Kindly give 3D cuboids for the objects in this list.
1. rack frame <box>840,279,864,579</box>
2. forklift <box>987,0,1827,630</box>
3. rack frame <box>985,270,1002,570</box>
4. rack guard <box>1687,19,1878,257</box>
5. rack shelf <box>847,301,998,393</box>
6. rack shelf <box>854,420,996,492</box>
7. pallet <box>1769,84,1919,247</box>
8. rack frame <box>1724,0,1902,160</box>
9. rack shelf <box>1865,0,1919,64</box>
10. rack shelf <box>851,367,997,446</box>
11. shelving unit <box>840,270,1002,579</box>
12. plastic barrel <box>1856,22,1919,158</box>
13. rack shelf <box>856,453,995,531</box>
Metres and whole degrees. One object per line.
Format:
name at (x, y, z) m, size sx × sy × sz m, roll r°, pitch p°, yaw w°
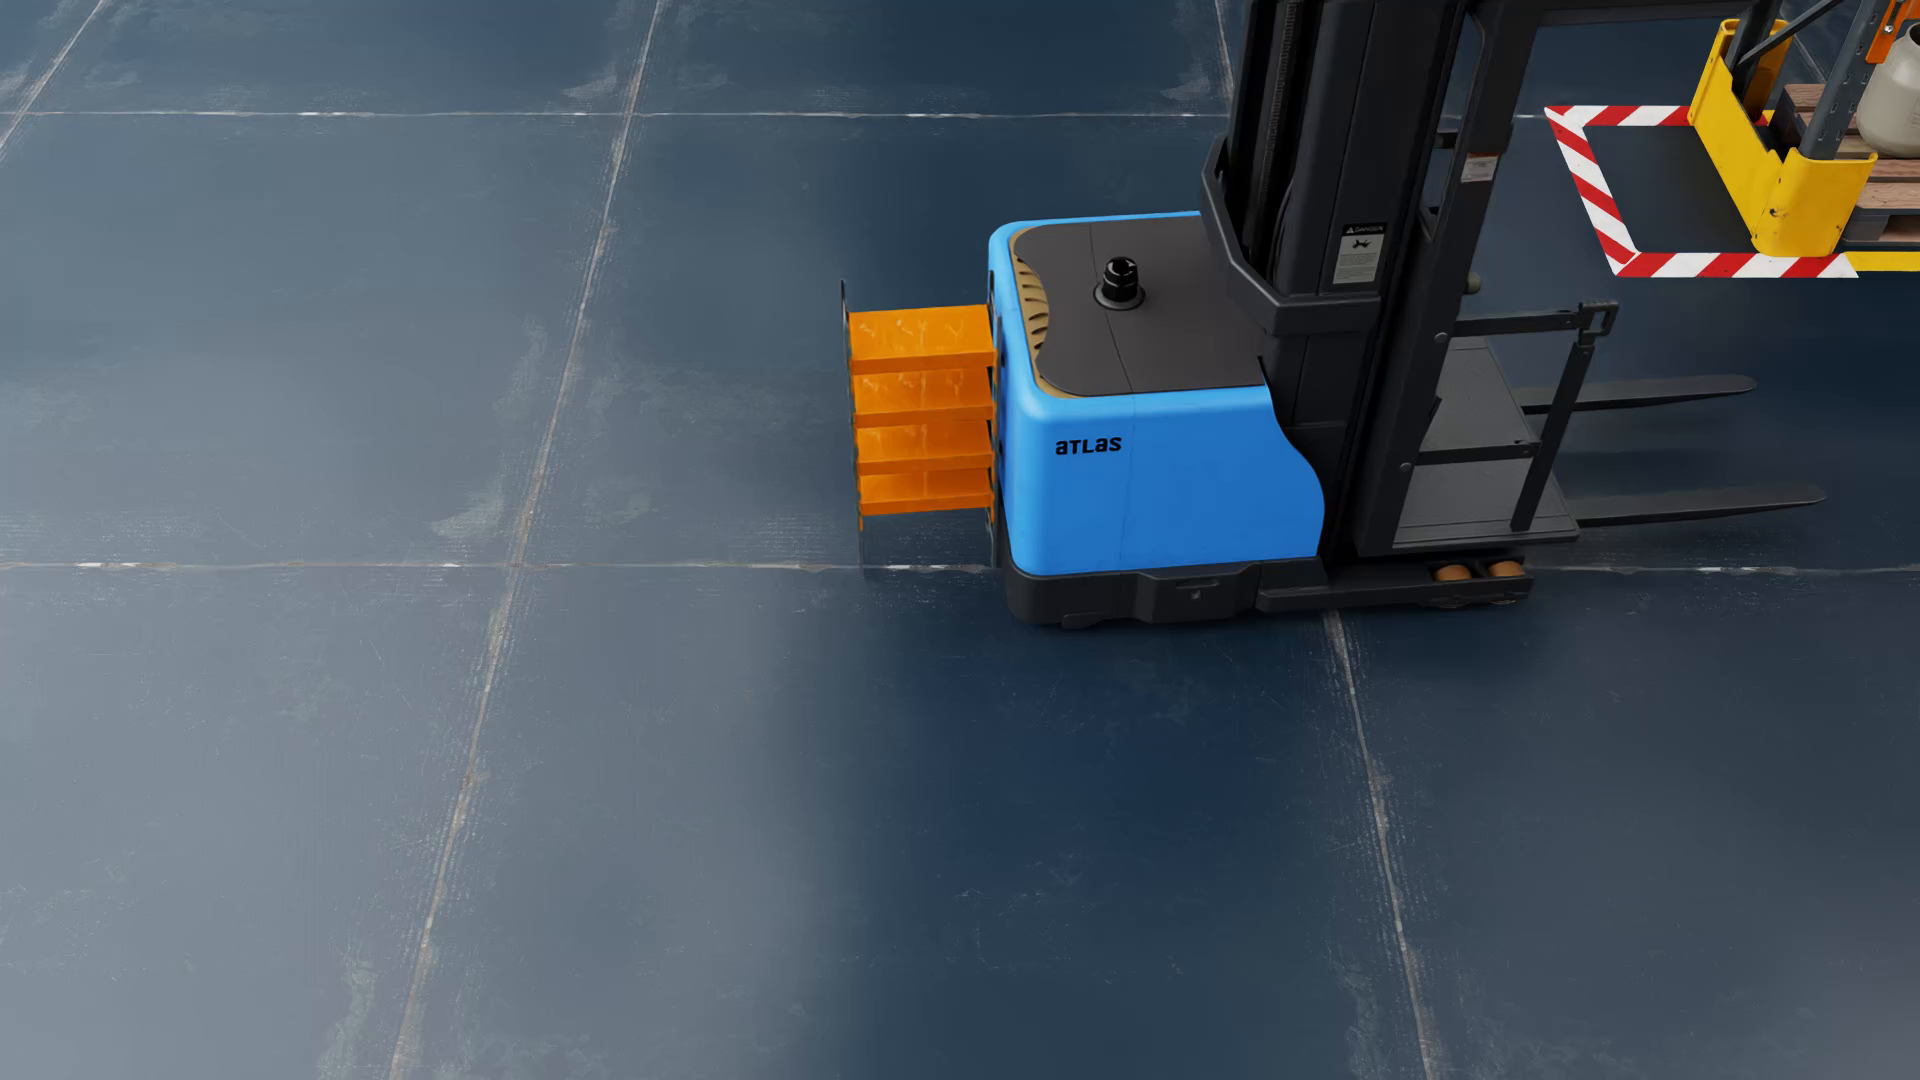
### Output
rack frame at (-0.371, -0.352, 5.758) m, size 0.015 × 1.200 × 0.240 m, roll -4°, pitch 47°, yaw -4°
forklift at (1.637, -1.135, 5.304) m, size 3.031 × 2.935 × 1.130 m, roll -4°, pitch 47°, yaw -4°
rack frame at (0.115, -0.387, 5.791) m, size 0.015 × 1.200 × 0.240 m, roll -4°, pitch 47°, yaw -4°
rack guard at (3.748, -1.862, 7.642) m, size 0.348 × 0.500 × 1.175 m, roll 0°, pitch 47°, yaw 0°
rack shelf at (-0.128, -0.637, 5.487) m, size 0.480 × 0.148 × 0.258 m, roll -4°, pitch 47°, yaw -4°
rack shelf at (-0.128, -0.324, 5.823) m, size 0.480 × 0.148 × 0.258 m, roll -4°, pitch 47°, yaw -4°
pallet at (4.561, -1.758, 7.742) m, size 1.213 × 0.211 × 1.003 m, roll 0°, pitch 47°, yaw 0°
rack frame at (3.672, -2.680, 6.695) m, size 0.127 × 3.000 × 1.000 m, roll 0°, pitch 47°, yaw 0°
rack shelf at (5.672, -2.429, 6.953) m, size 4.000 × 0.370 × 1.077 m, roll 0°, pitch 47°, yaw 0°
rack shelf at (-0.128, -0.476, 5.660) m, size 0.480 × 0.148 × 0.258 m, roll -4°, pitch 47°, yaw -4°
shelving unit at (-0.128, -0.370, 5.774) m, size 0.503 × 1.200 × 0.258 m, roll -4°, pitch 47°, yaw -4°
plastic barrel at (4.331, -2.029, 7.502) m, size 0.421 × 0.512 × 0.421 m, roll 0°, pitch 47°, yaw 0°
rack shelf at (-0.128, -0.188, 5.969) m, size 0.480 × 0.148 × 0.258 m, roll -4°, pitch 47°, yaw -4°
